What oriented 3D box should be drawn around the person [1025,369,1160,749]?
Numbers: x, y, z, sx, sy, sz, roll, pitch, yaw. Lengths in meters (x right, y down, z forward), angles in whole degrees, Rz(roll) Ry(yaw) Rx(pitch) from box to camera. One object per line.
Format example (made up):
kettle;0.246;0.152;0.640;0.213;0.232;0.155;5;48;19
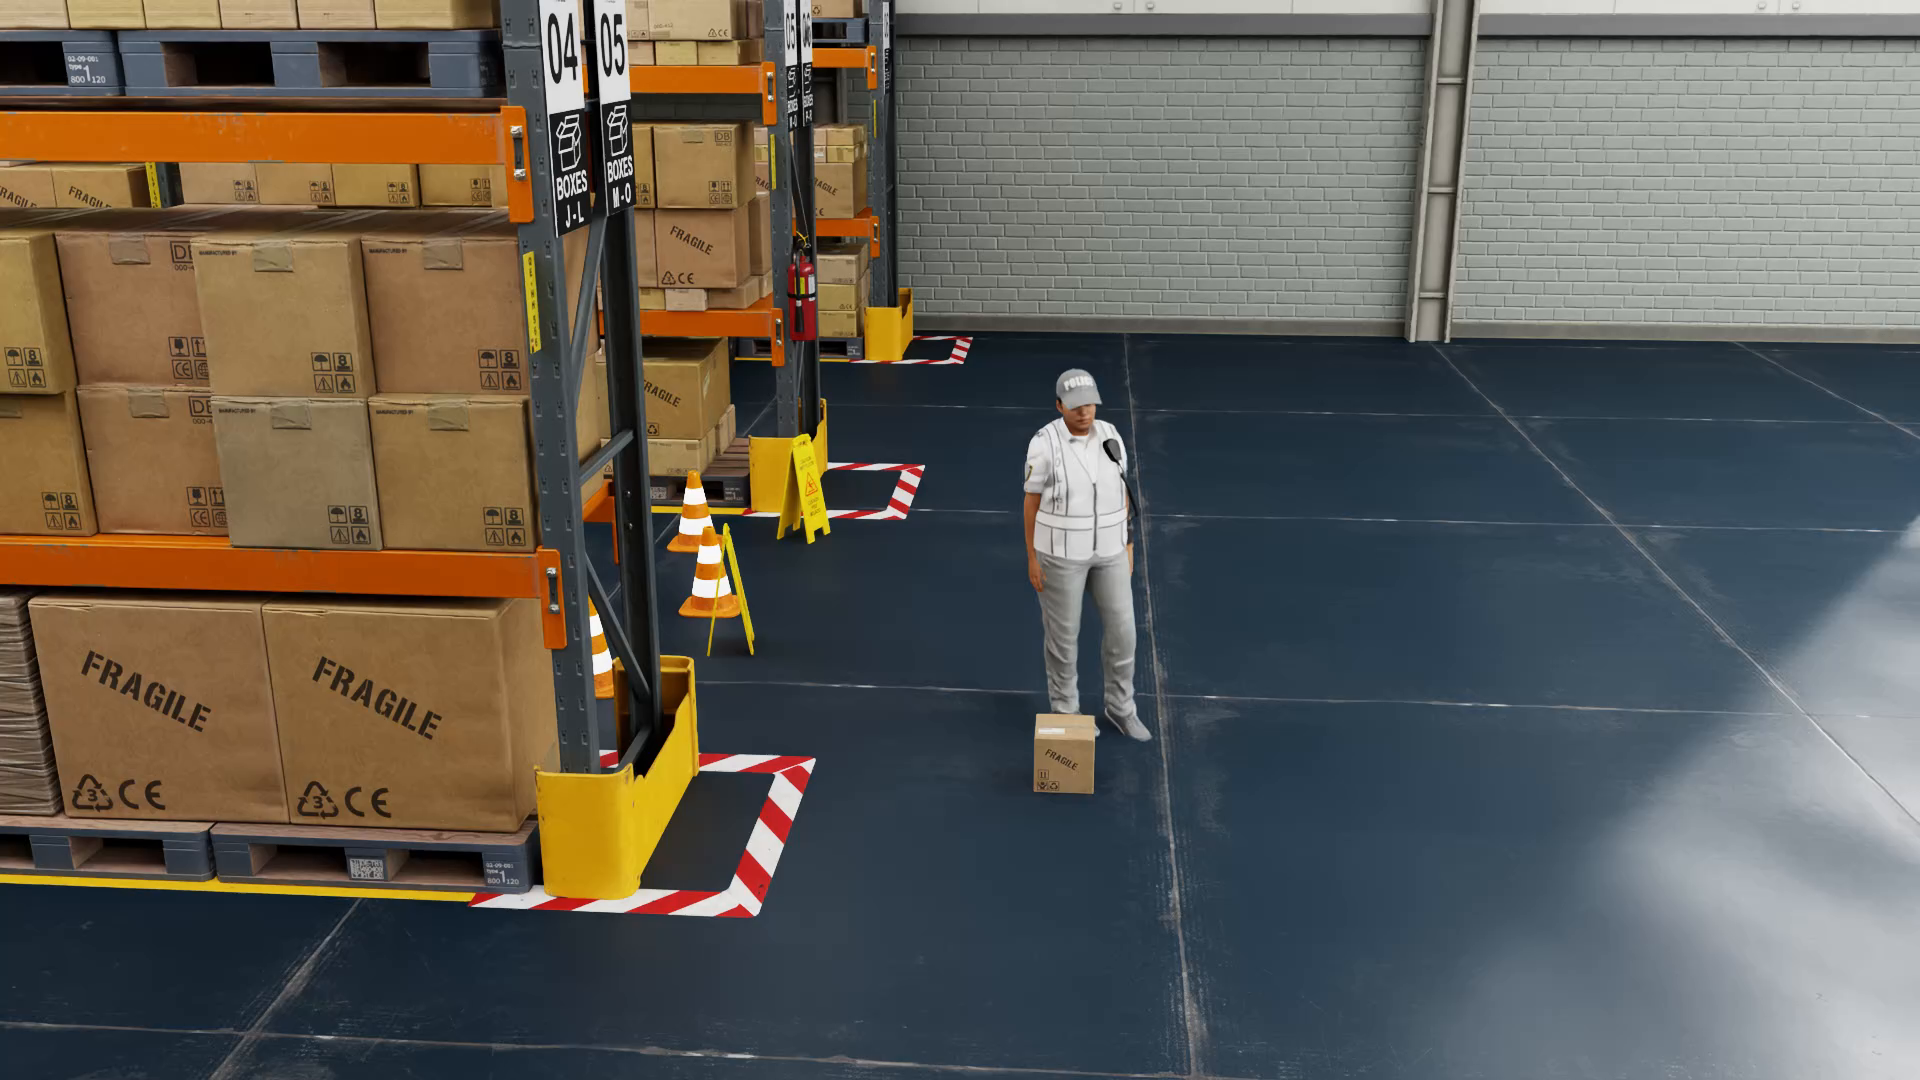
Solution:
person;0.581;0.097;7.281;0.558;1.701;0.476;-5;18;-15
